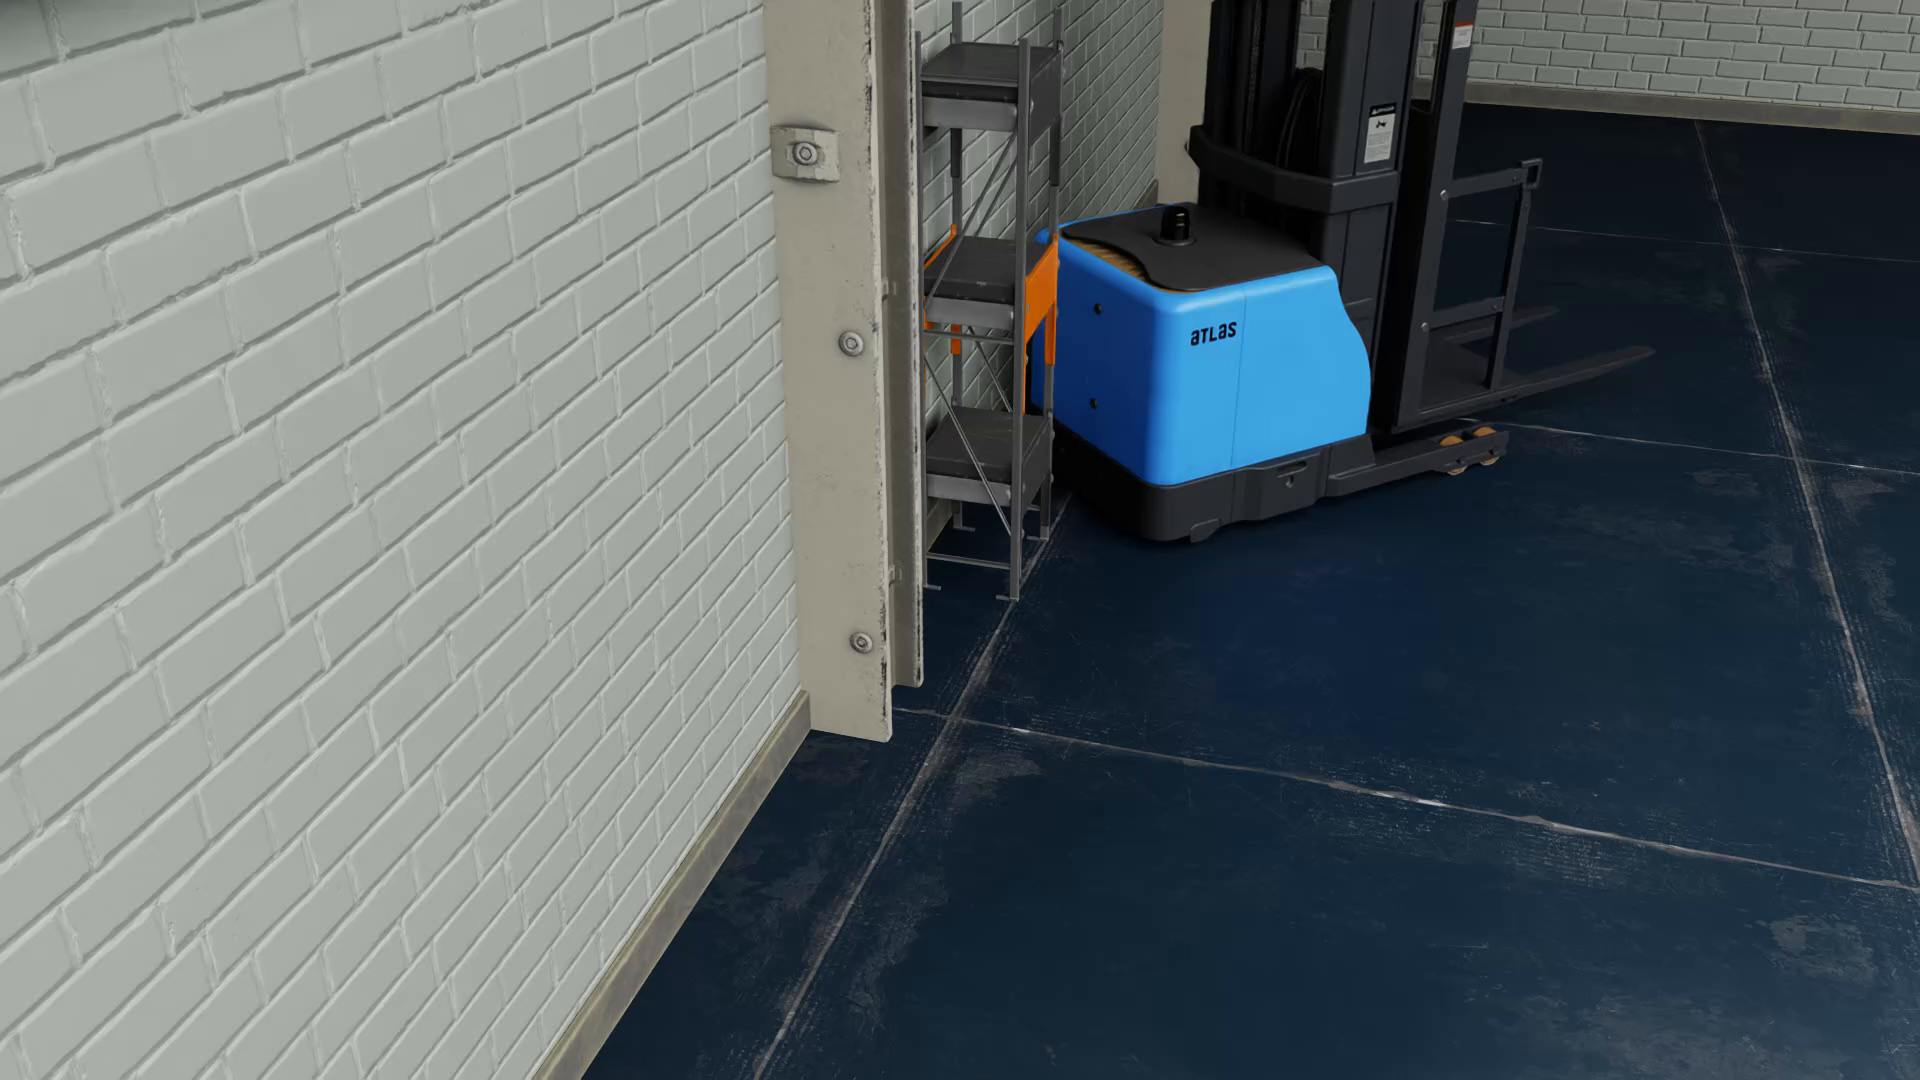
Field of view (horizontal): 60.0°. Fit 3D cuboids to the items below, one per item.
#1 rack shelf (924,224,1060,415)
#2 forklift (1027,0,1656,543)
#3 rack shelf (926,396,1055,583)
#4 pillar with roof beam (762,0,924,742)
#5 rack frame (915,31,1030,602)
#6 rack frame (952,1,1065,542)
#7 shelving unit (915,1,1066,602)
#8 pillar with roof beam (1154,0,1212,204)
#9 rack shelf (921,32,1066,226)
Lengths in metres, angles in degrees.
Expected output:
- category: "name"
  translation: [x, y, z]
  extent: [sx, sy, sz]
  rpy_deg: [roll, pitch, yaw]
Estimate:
- category: "rack shelf"
  translation: [0.098, -0.813, 6.079]
  extent: [0.431, 0.518, 0.480]
  rpy_deg: [8, 30, 14]
- category: "forklift"
  translation: [1.831, -1.774, 6.923]
  extent: [3.031, 2.935, 1.130]
  rpy_deg: [-15, 32, -25]
- category: "rack shelf"
  translation: [0.098, -0.201, 6.420]
  extent: [0.431, 0.518, 0.480]
  rpy_deg: [8, 30, 14]
- category: "pillar with roof beam"
  translation: [3.783, -2.758, 2.450]
  extent: [9.100, 9.000, 0.400]
  rpy_deg: [8, 30, 15]
- category: "rack frame"
  translation: [0.031, -0.711, 5.868]
  extent: [0.400, 2.100, 0.015]
  rpy_deg: [8, 30, 14]
- category: "rack frame"
  translation: [0.166, -0.939, 6.278]
  extent: [0.400, 2.100, 0.015]
  rpy_deg: [8, 30, 14]
- category: "shelving unit"
  translation: [0.098, -0.825, 6.073]
  extent: [0.431, 2.100, 0.503]
  rpy_deg: [8, 30, 14]
- category: "pillar with roof beam"
  translation: [5.544, -5.546, 7.463]
  extent: [9.100, 9.000, 0.400]
  rpy_deg: [8, 30, 15]
- category: "rack shelf"
  translation: [0.098, -1.425, 5.739]
  extent: [0.431, 0.518, 0.480]
  rpy_deg: [8, 30, 14]
